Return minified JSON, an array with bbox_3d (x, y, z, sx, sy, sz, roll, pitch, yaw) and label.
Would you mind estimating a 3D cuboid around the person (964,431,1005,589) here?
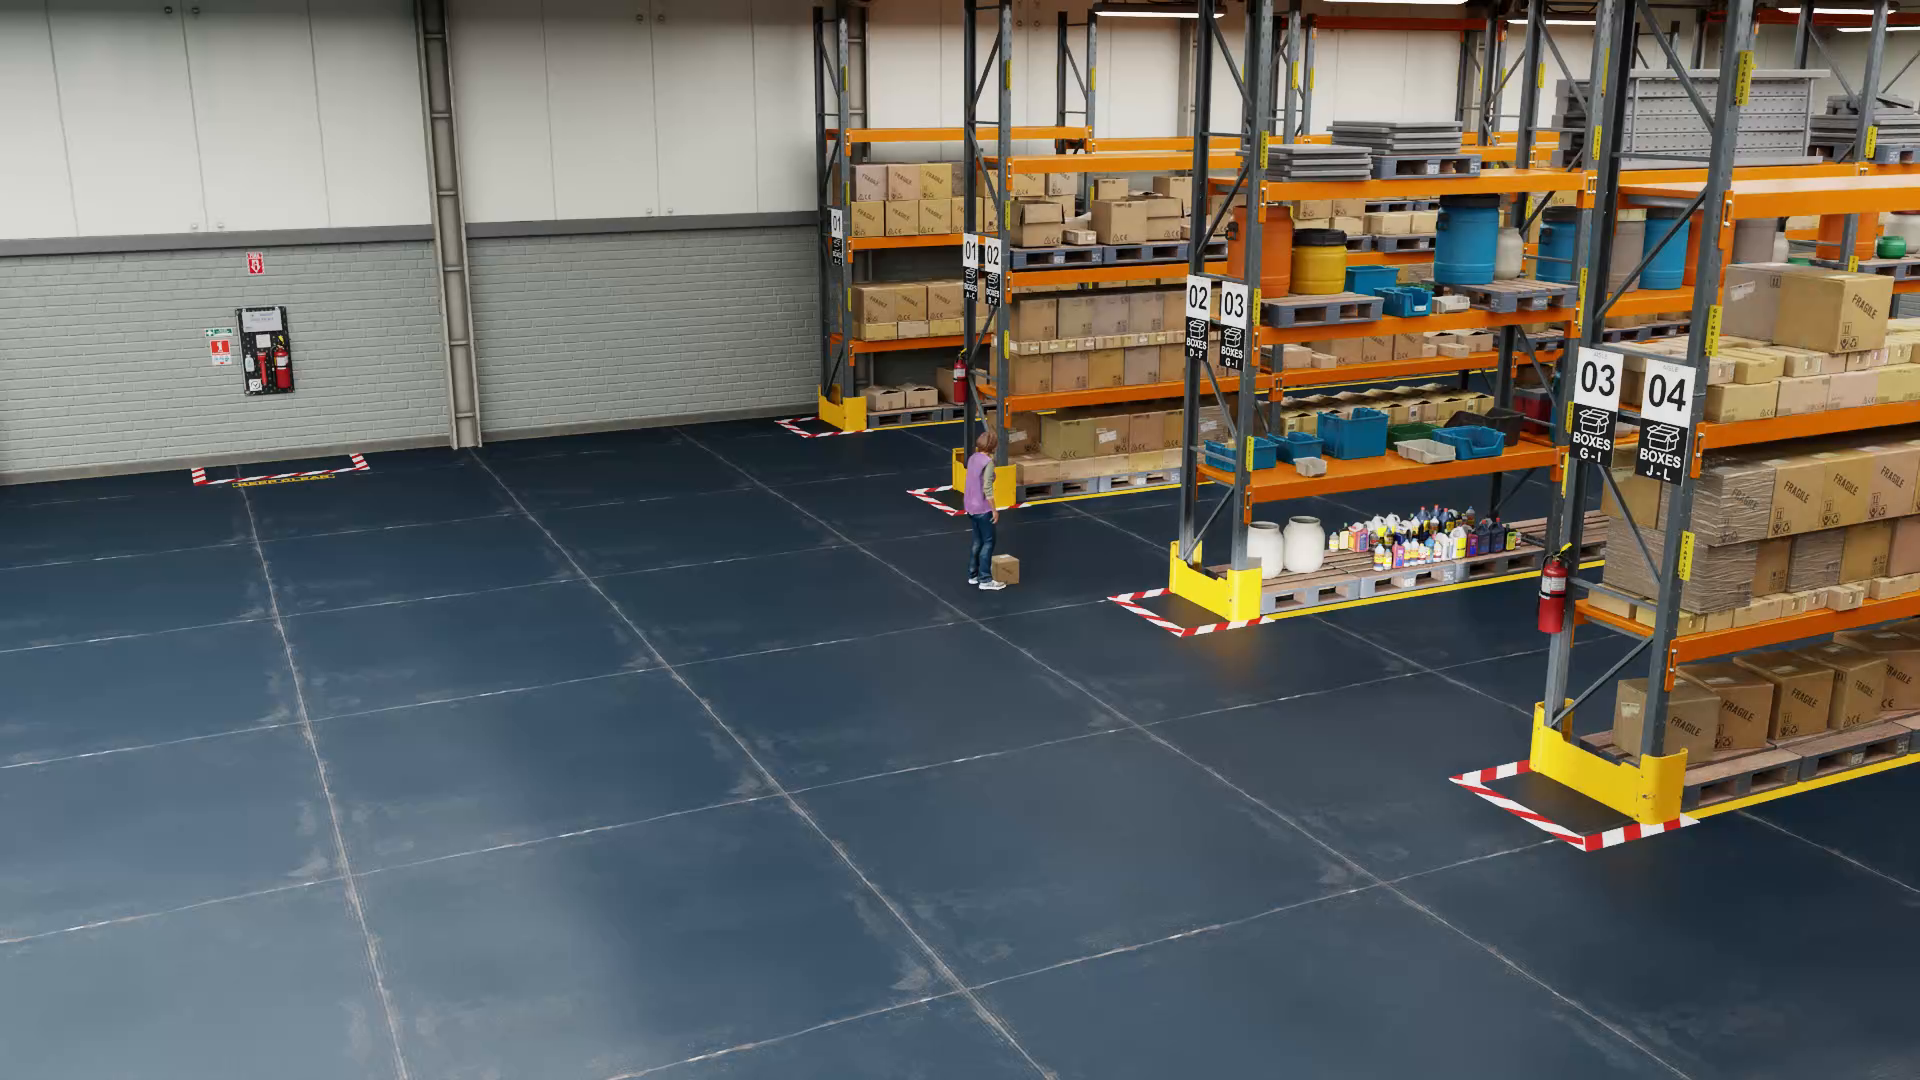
[{"bbox_3d":[0.230,-0.307,16.842,0.343,1.594,0.462,-7,17,-25],"label":"person"}]
